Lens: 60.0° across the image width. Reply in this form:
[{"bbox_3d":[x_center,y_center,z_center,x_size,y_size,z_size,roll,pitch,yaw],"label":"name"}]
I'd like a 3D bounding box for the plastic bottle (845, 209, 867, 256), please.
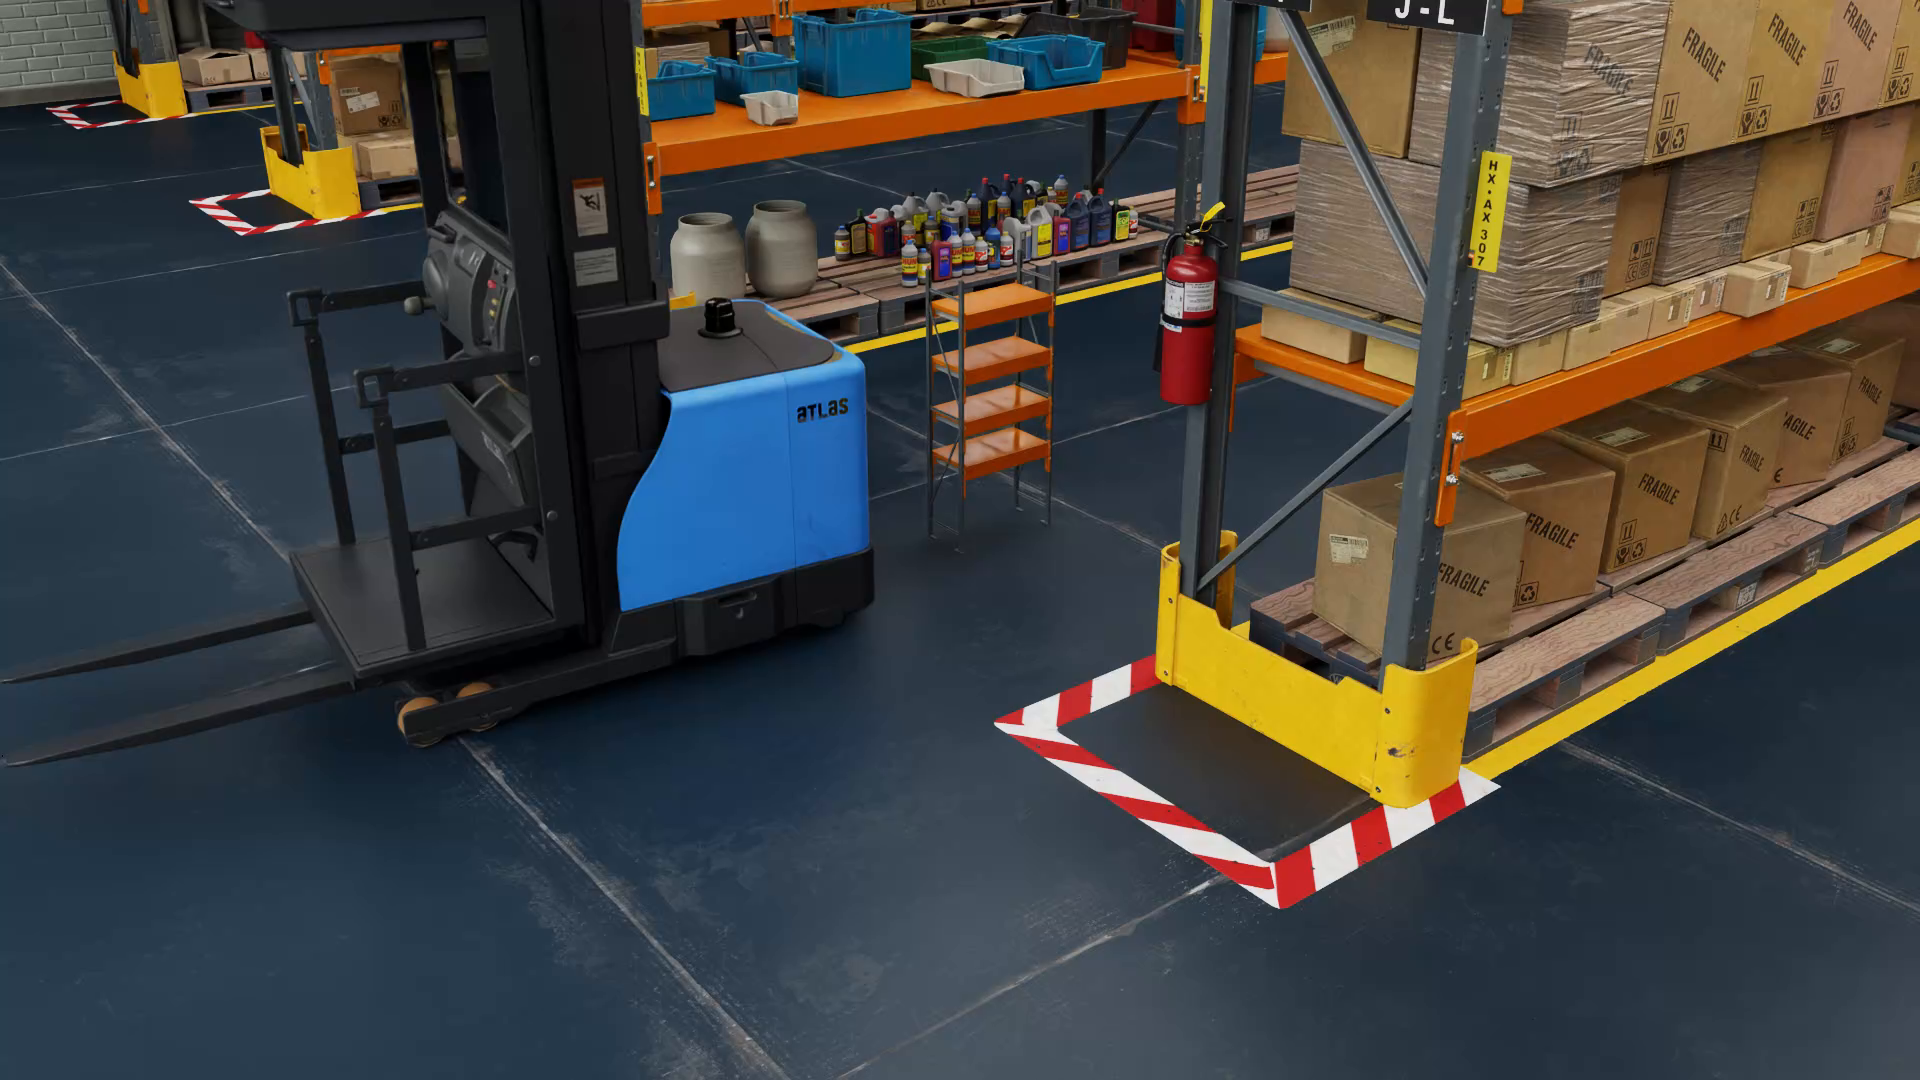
[{"bbox_3d":[-0.667,-1.966,10.627,0.133,0.283,0.061,-17,30,-33],"label":"plastic bottle"}]

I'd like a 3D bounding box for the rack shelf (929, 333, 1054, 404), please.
[{"bbox_3d":[0.130,-0.729,7.024,0.480,0.148,0.258,-18,31,-34],"label":"rack shelf"}]

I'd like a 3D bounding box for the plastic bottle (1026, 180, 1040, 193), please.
[{"bbox_3d":[0.467,-2.312,11.382,0.135,0.276,0.152,-17,30,-32],"label":"plastic bottle"}]

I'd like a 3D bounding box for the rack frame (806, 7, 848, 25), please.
[{"bbox_3d":[-1.740,-7.700,20.278,0.127,3.000,1.000,-18,31,-34],"label":"rack frame"}]

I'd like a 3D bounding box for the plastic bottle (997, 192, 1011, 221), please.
[{"bbox_3d":[0.295,-2.191,11.126,0.097,0.271,0.097,0,25,0],"label":"plastic bottle"}]

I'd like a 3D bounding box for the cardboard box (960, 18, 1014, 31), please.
[{"bbox_3d":[0.318,-5.080,16.733,0.500,0.311,0.500,-19,31,-35],"label":"cardboard box"}]

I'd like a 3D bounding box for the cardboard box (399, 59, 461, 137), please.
[{"bbox_3d":[-4.024,-3.461,13.021,0.500,0.500,0.500,-18,31,-34],"label":"cardboard box"}]

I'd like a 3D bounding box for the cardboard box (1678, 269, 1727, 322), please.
[{"bbox_3d":[2.485,-0.907,5.940,0.250,0.149,0.380,-18,31,-34],"label":"cardboard box"}]

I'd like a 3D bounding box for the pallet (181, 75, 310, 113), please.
[{"bbox_3d":[-7.314,-4.576,16.859,1.213,0.211,1.003,-18,31,-34],"label":"pallet"}]

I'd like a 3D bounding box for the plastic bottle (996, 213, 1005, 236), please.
[{"bbox_3d":[0.295,-1.944,10.580,0.133,0.283,0.061,-18,31,-34],"label":"plastic bottle"}]

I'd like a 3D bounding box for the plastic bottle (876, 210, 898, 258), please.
[{"bbox_3d":[-0.466,-1.951,10.594,0.133,0.283,0.061,-18,31,-34],"label":"plastic bottle"}]

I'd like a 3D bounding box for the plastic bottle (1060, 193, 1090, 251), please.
[{"bbox_3d":[0.746,-2.064,10.759,0.185,0.351,0.144,-20,32,-37],"label":"plastic bottle"}]

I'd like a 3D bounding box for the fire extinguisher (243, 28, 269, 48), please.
[{"bbox_3d":[-5.355,-4.070,12.548,0.183,0.674,0.296,-18,31,-34],"label":"fire extinguisher"}]

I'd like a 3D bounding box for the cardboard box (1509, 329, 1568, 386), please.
[{"bbox_3d":[1.714,-0.639,5.362,0.250,0.149,0.380,-18,31,-34],"label":"cardboard box"}]

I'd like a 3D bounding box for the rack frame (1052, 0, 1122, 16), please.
[{"bbox_3d":[1.320,-6.060,16.744,0.127,3.000,1.000,-18,31,-34],"label":"rack frame"}]

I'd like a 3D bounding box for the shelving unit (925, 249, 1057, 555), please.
[{"bbox_3d":[0.130,-0.587,7.090,0.503,1.200,0.258,-18,31,-34],"label":"shelving unit"}]

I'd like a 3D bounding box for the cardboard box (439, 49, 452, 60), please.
[{"bbox_3d":[-3.959,-3.768,13.682,0.500,0.500,0.500,-18,31,-34],"label":"cardboard box"}]

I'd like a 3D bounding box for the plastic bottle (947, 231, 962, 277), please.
[{"bbox_3d":[-0.033,-1.759,10.195,0.097,0.271,0.097,0,25,0],"label":"plastic bottle"}]

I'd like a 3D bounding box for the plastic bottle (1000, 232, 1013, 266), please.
[{"bbox_3d":[0.285,-1.832,10.436,0.097,0.201,0.097,0,25,0],"label":"plastic bottle"}]

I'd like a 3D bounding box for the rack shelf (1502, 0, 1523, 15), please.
[{"bbox_3d":[2.708,-2.253,5.833,4.000,0.370,1.077,-18,31,-34],"label":"rack shelf"}]

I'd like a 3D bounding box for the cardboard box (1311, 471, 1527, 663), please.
[{"bbox_3d":[1.636,0.088,5.969,0.500,0.500,0.500,-12,28,-25],"label":"cardboard box"}]

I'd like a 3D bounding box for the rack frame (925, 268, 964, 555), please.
[{"bbox_3d":[-0.062,-0.524,6.953,0.015,1.200,0.240,-18,31,-34],"label":"rack frame"}]

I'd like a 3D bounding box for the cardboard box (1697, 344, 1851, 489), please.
[{"bbox_3d":[3.496,-0.553,7.349,0.500,0.500,0.500,-9,26,-18],"label":"cardboard box"}]

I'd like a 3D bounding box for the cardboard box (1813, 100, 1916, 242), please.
[{"bbox_3d":[3.143,-1.541,6.534,0.500,0.500,0.875,-18,31,-34],"label":"cardboard box"}]

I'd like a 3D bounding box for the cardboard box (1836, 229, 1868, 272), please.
[{"bbox_3d":[3.280,-1.163,6.491,0.250,0.149,0.380,-18,31,-34],"label":"cardboard box"}]

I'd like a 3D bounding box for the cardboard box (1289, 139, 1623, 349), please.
[{"bbox_3d":[1.584,-1.013,5.398,0.500,0.500,0.875,-18,31,-34],"label":"cardboard box"}]

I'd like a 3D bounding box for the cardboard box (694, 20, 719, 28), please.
[{"bbox_3d":[-3.125,-6.328,19.768,0.500,0.500,0.700,-18,31,-34],"label":"cardboard box"}]

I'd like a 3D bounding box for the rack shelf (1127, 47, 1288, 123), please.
[{"bbox_3d":[2.799,-3.572,12.238,4.000,0.370,1.077,-18,31,-34],"label":"rack shelf"}]

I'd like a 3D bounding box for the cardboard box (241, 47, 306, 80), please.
[{"bbox_3d":[-6.987,-4.900,16.916,0.500,0.311,0.500,-15,29,-30],"label":"cardboard box"}]

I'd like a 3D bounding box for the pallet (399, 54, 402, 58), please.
[{"bbox_3d":[-5.394,-5.210,18.225,1.213,0.211,1.003,-18,31,-34],"label":"pallet"}]

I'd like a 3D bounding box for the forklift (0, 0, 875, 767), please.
[{"bbox_3d":[-1.863,-0.873,5.650,3.031,2.935,1.130,-14,29,-28],"label":"forklift"}]

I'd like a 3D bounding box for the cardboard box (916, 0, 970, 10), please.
[{"bbox_3d":[-0.387,-7.288,21.446,0.750,0.750,0.750,-18,31,-34],"label":"cardboard box"}]

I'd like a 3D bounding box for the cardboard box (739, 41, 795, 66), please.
[{"bbox_3d":[-1.686,-4.419,15.309,0.500,0.311,0.500,-18,31,-34],"label":"cardboard box"}]

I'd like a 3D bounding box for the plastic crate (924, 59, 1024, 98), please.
[{"bbox_3d":[0.104,-2.754,9.933,0.437,0.136,0.530,-18,31,-34],"label":"plastic crate"}]

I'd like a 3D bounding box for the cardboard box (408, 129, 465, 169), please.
[{"bbox_3d":[-4.025,-3.122,13.181,0.500,0.250,0.500,-18,31,-34],"label":"cardboard box"}]

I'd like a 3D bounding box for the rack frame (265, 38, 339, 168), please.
[{"bbox_3d":[-4.976,-3.982,12.266,0.127,3.000,1.000,-18,31,-34],"label":"rack frame"}]

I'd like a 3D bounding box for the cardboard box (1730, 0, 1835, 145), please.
[{"bbox_3d":[2.526,-1.643,5.568,0.500,0.500,0.500,-18,31,-34],"label":"cardboard box"}]

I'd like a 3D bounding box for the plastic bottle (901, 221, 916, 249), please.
[{"bbox_3d":[-0.331,-1.948,10.686,0.097,0.201,0.097,0,25,0],"label":"plastic bottle"}]

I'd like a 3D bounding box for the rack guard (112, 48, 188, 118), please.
[{"bbox_3d":[-7.976,-4.508,16.369,0.348,0.500,1.175,-18,31,-34],"label":"rack guard"}]

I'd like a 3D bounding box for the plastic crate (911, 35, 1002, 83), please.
[{"bbox_3d":[-0.017,-3.024,10.454,0.662,0.188,0.450,-18,31,-34],"label":"plastic crate"}]

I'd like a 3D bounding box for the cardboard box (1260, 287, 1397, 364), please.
[{"bbox_3d":[1.231,-0.728,5.553,0.250,0.149,0.380,-18,31,-34],"label":"cardboard box"}]

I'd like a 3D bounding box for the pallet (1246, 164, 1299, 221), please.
[{"bbox_3d":[2.780,-2.650,12.708,1.213,0.211,1.003,-18,31,-34],"label":"pallet"}]

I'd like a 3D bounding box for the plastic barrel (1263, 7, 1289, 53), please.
[{"bbox_3d":[2.114,-3.616,11.318,0.433,0.535,0.433,0,25,0],"label":"plastic barrel"}]

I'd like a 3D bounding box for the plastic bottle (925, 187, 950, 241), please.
[{"bbox_3d":[-0.149,-2.145,10.933,0.185,0.351,0.144,-19,31,-34],"label":"plastic bottle"}]

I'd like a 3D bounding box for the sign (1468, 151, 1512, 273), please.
[{"bbox_3d":[1.469,-0.912,4.624,0.005,0.325,0.100,-18,31,-34],"label":"sign"}]

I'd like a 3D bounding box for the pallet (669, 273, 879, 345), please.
[{"bbox_3d":[-1.249,-1.320,9.843,1.213,0.211,1.003,-18,31,-34],"label":"pallet"}]
